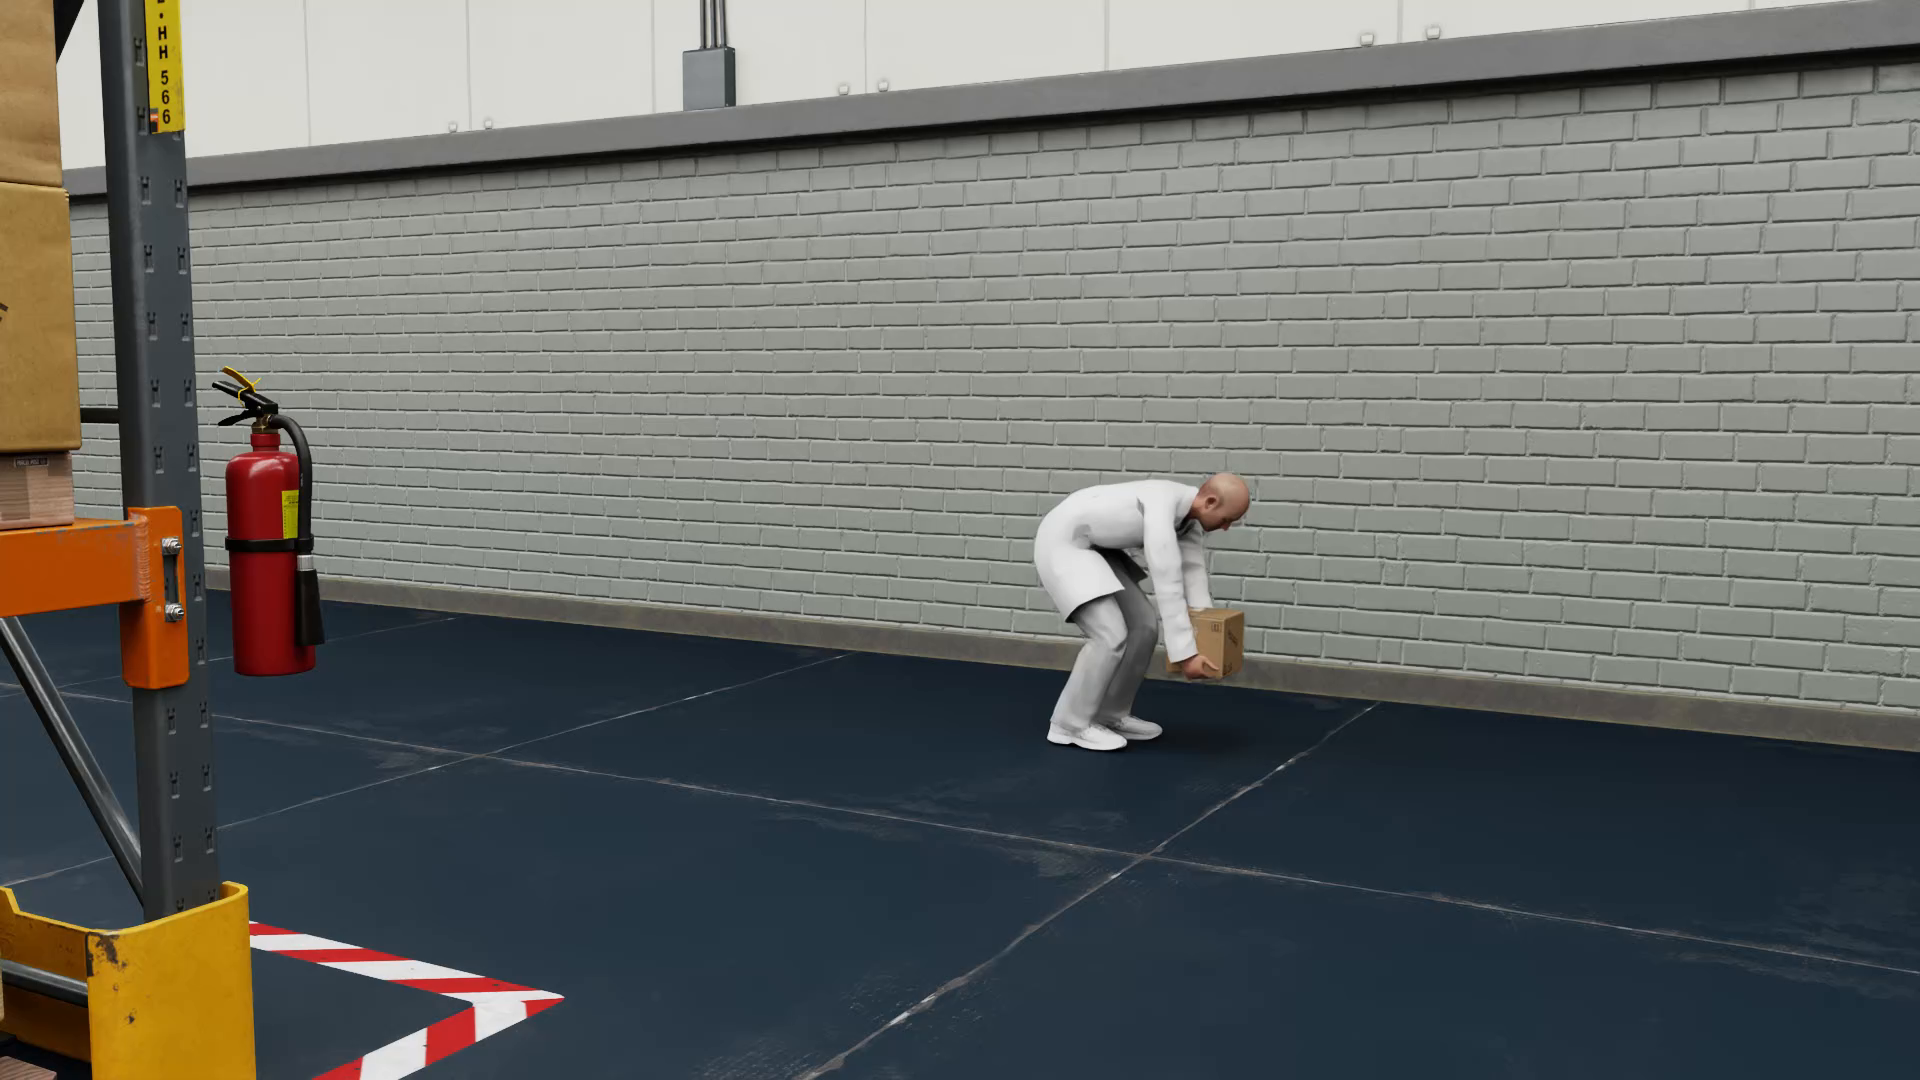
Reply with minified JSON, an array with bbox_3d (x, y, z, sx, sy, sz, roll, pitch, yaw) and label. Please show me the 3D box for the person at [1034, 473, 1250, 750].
[{"bbox_3d":[0.767,0.296,7.093,0.930,1.184,0.573,3,6,26],"label":"person"}]
